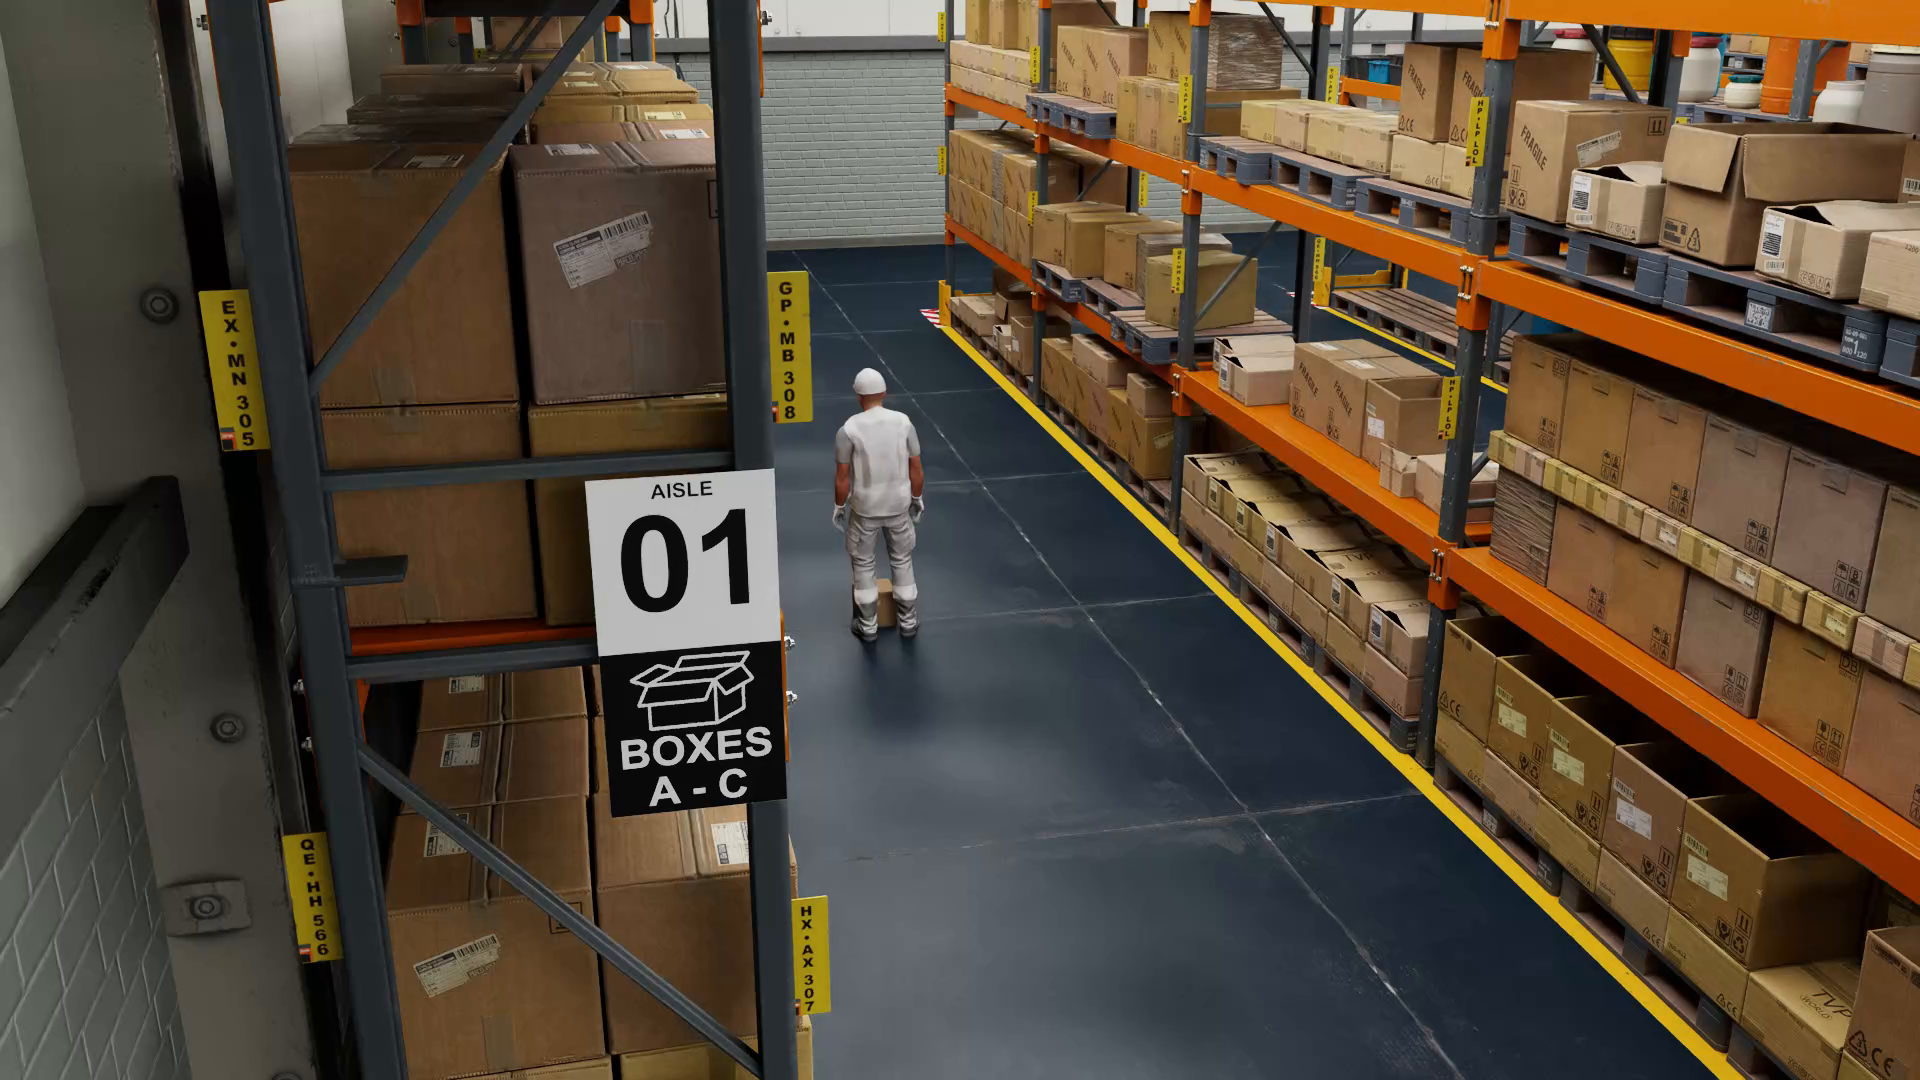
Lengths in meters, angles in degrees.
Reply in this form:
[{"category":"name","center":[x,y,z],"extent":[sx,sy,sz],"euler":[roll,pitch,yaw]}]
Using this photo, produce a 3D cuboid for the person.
[{"category":"person","center":[-0.524,-0.219,10.669],"extent":[0.610,1.777,0.452],"euler":[-6,20,-15]}]
